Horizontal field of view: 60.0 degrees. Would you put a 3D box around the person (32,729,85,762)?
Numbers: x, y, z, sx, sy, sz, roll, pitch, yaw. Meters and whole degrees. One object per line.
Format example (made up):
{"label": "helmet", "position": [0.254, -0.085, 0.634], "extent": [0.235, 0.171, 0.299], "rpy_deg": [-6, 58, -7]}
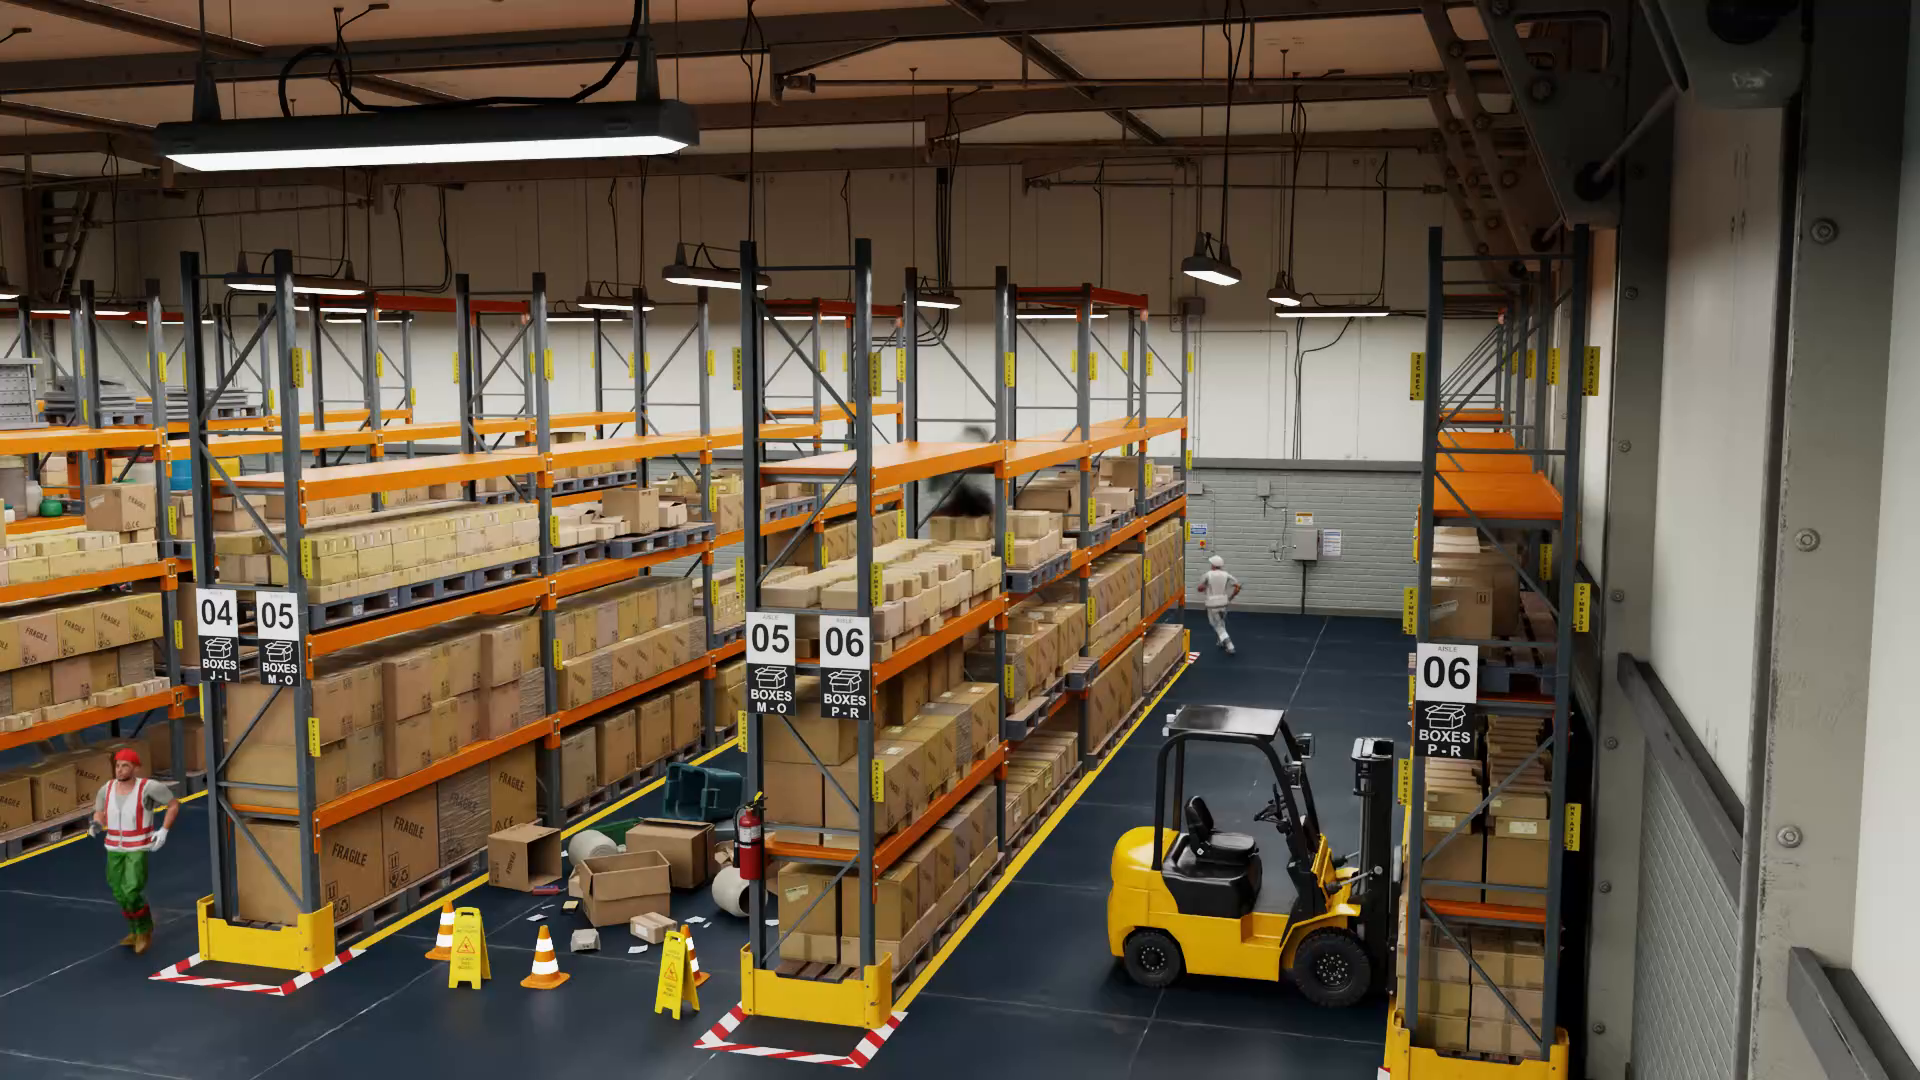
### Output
{"label": "person", "position": [-10.868, 2.088, 20.031], "extent": [0.627, 1.764, 0.826], "rpy_deg": [1, 6, 8]}

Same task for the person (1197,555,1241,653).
{"label": "person", "position": [4.411, 1.082, 28.859], "extent": [0.735, 1.684, 1.006], "rpy_deg": [-2, 7, -16]}

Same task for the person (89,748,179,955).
{"label": "person", "position": [-7.163, 2.692, 14.333], "extent": [0.662, 1.799, 0.638], "rpy_deg": [0, 6, 3]}
